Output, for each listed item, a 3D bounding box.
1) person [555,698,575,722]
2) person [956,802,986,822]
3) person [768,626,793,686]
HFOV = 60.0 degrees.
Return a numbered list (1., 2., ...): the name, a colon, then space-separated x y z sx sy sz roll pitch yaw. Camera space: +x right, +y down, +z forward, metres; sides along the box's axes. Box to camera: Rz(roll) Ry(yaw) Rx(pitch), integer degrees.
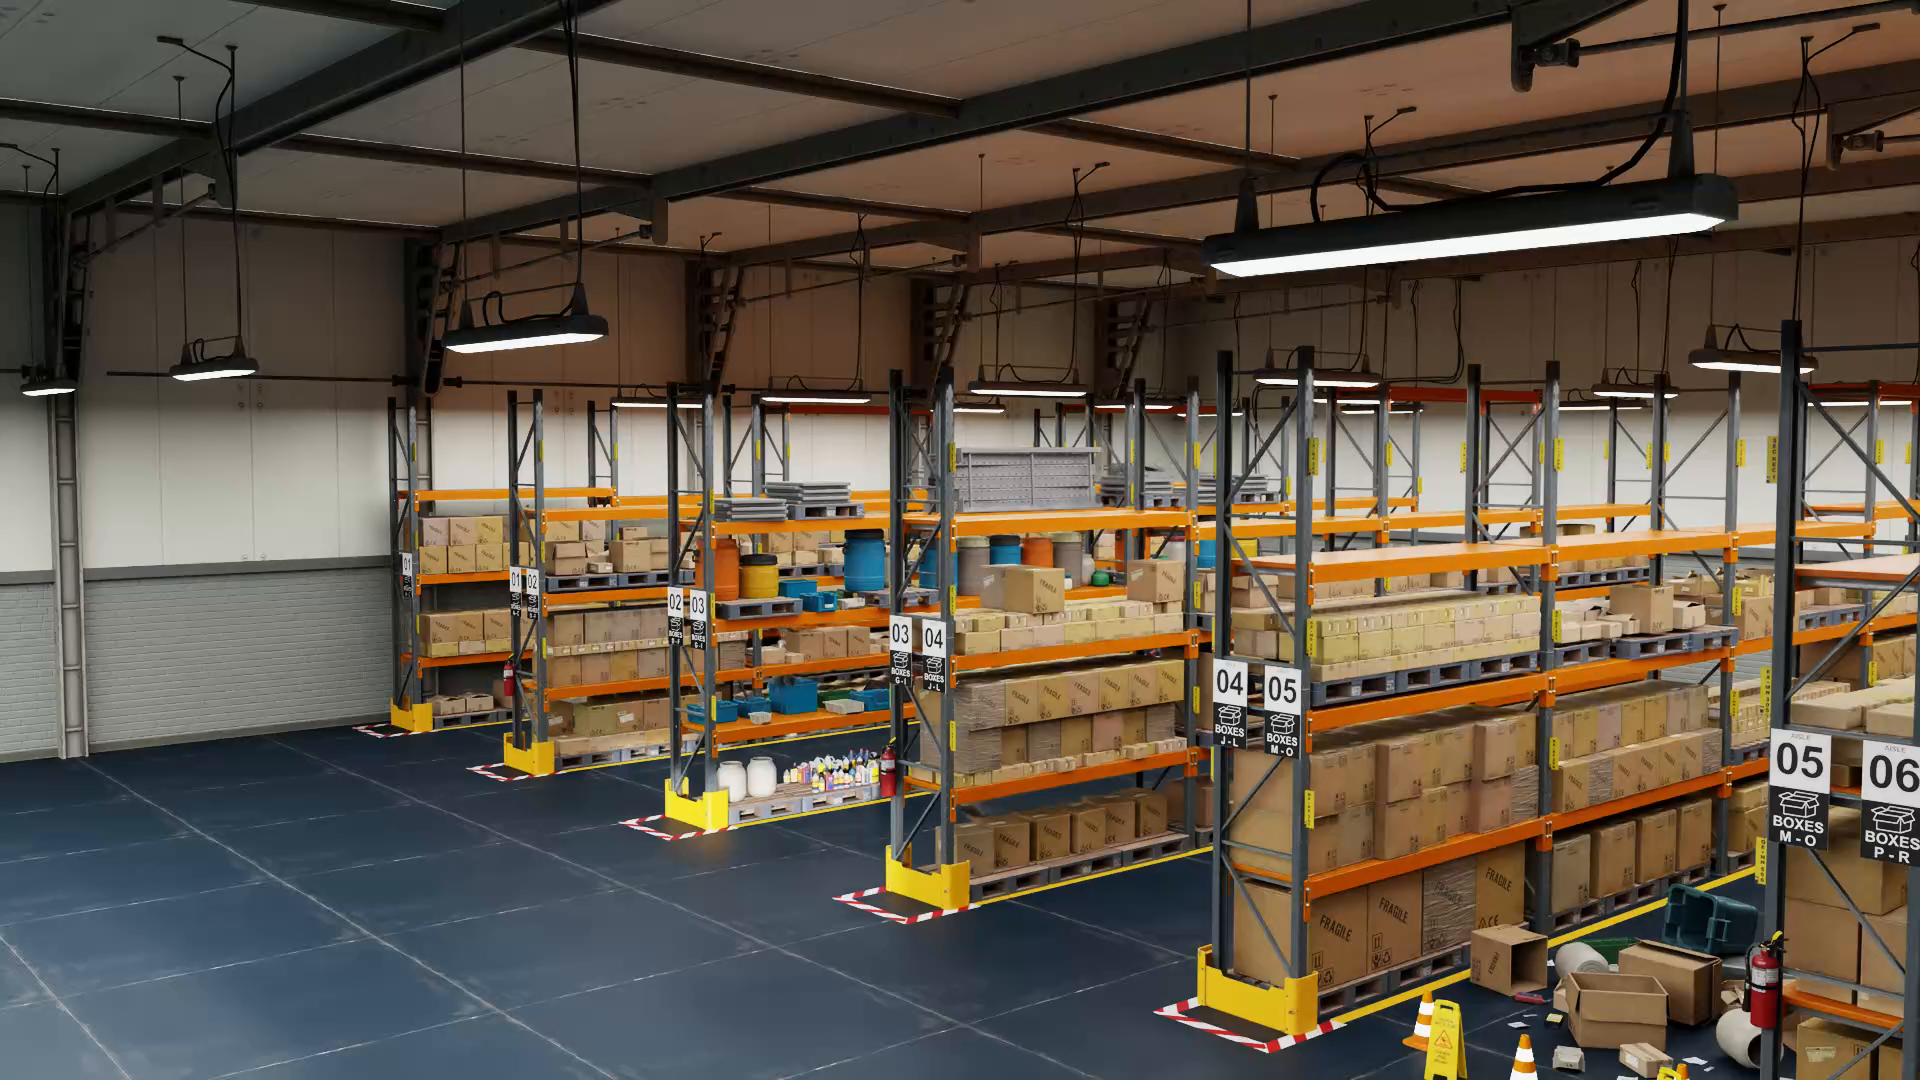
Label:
1. person: -6.812 2.610 28.587 0.631 1.774 0.962 3 5 43
2. person: 0.089 3.055 21.566 0.769 1.681 0.687 -3 4 -39
3. person: -3.390 2.463 31.776 0.582 1.685 0.658 3 4 37
